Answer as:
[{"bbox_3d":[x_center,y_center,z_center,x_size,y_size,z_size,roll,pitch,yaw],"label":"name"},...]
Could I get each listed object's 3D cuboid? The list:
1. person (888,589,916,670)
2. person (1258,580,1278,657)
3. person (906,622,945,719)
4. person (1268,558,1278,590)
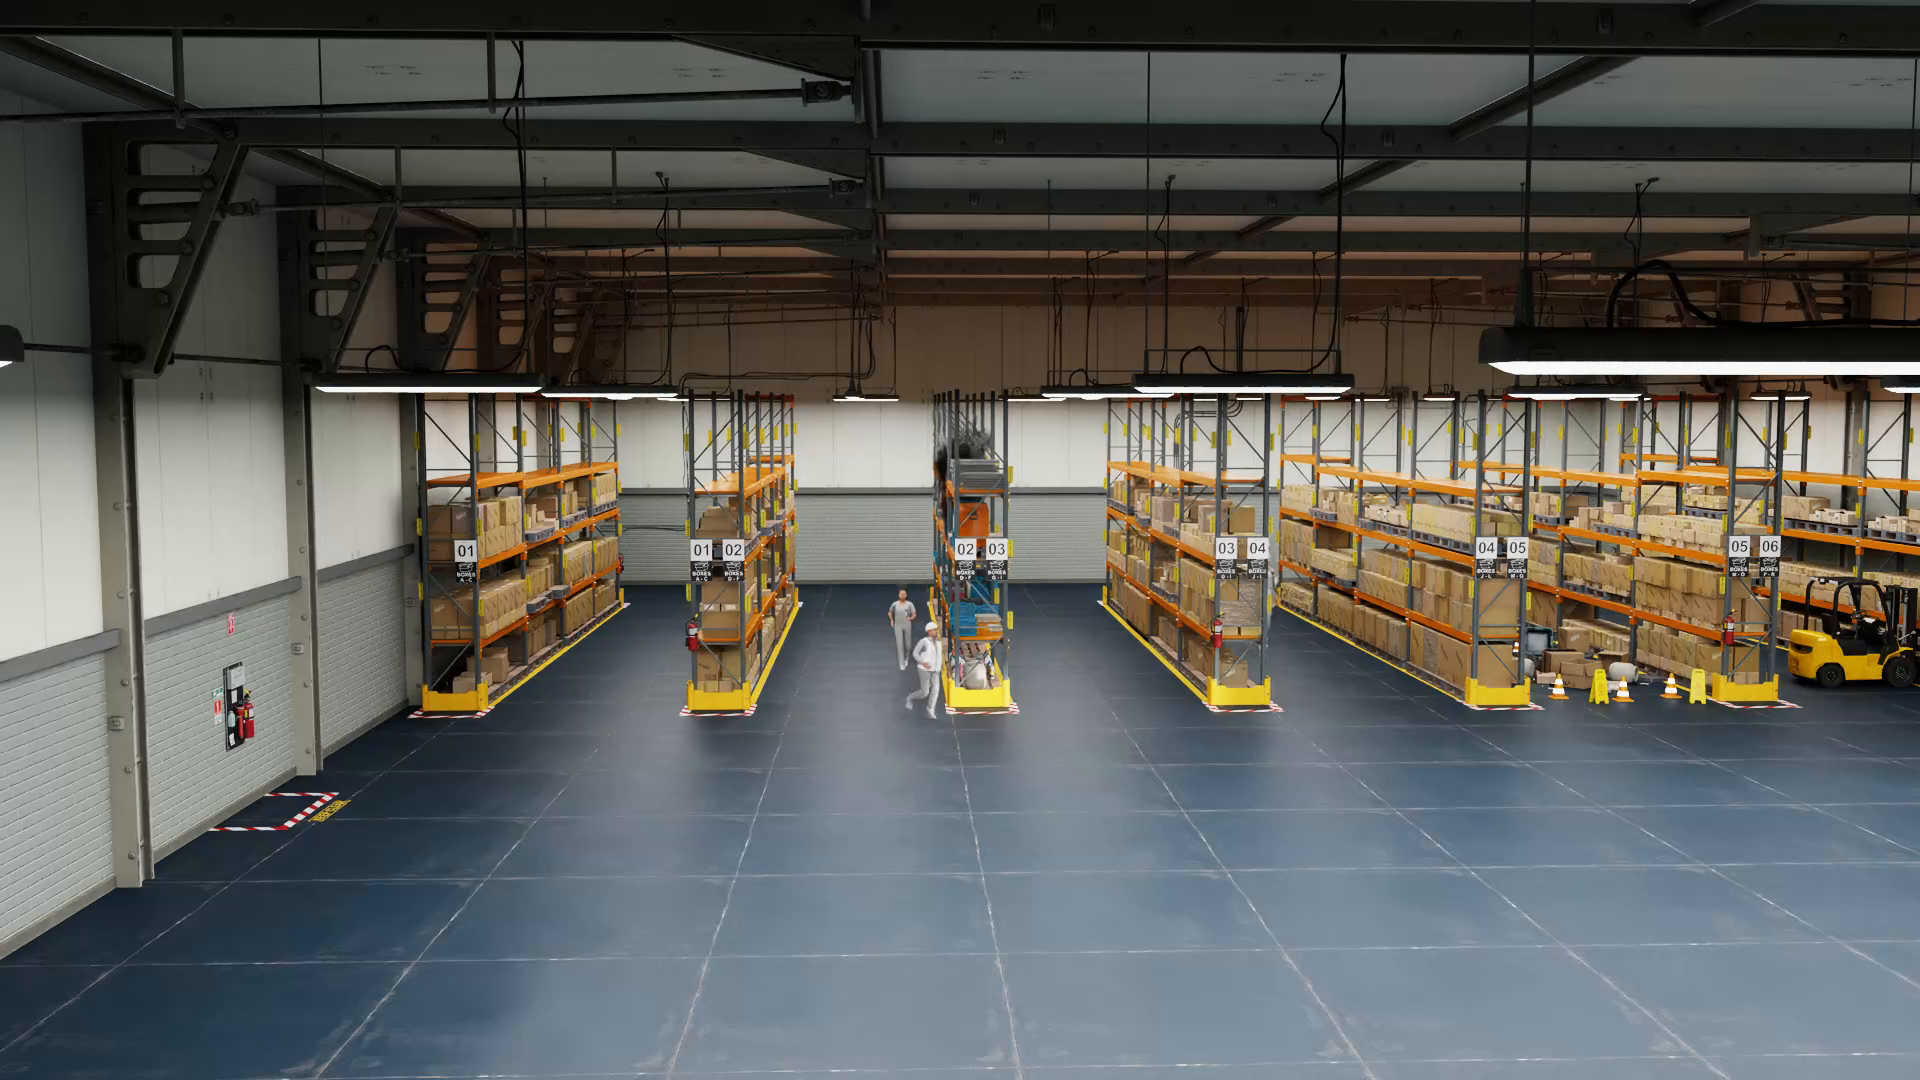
[{"bbox_3d":[-1.188,1.825,34.206,0.575,1.636,0.736,0,5,-3],"label":"person"},{"bbox_3d":[6.939,1.739,37.996,0.629,1.838,0.813,0,5,-5],"label":"person"},{"bbox_3d":[-0.533,2.375,30.535,0.712,1.721,0.821,-4,6,-39],"label":"person"},{"bbox_3d":[8.154,1.299,44.214,0.622,1.687,0.695,0,5,-3],"label":"person"}]
